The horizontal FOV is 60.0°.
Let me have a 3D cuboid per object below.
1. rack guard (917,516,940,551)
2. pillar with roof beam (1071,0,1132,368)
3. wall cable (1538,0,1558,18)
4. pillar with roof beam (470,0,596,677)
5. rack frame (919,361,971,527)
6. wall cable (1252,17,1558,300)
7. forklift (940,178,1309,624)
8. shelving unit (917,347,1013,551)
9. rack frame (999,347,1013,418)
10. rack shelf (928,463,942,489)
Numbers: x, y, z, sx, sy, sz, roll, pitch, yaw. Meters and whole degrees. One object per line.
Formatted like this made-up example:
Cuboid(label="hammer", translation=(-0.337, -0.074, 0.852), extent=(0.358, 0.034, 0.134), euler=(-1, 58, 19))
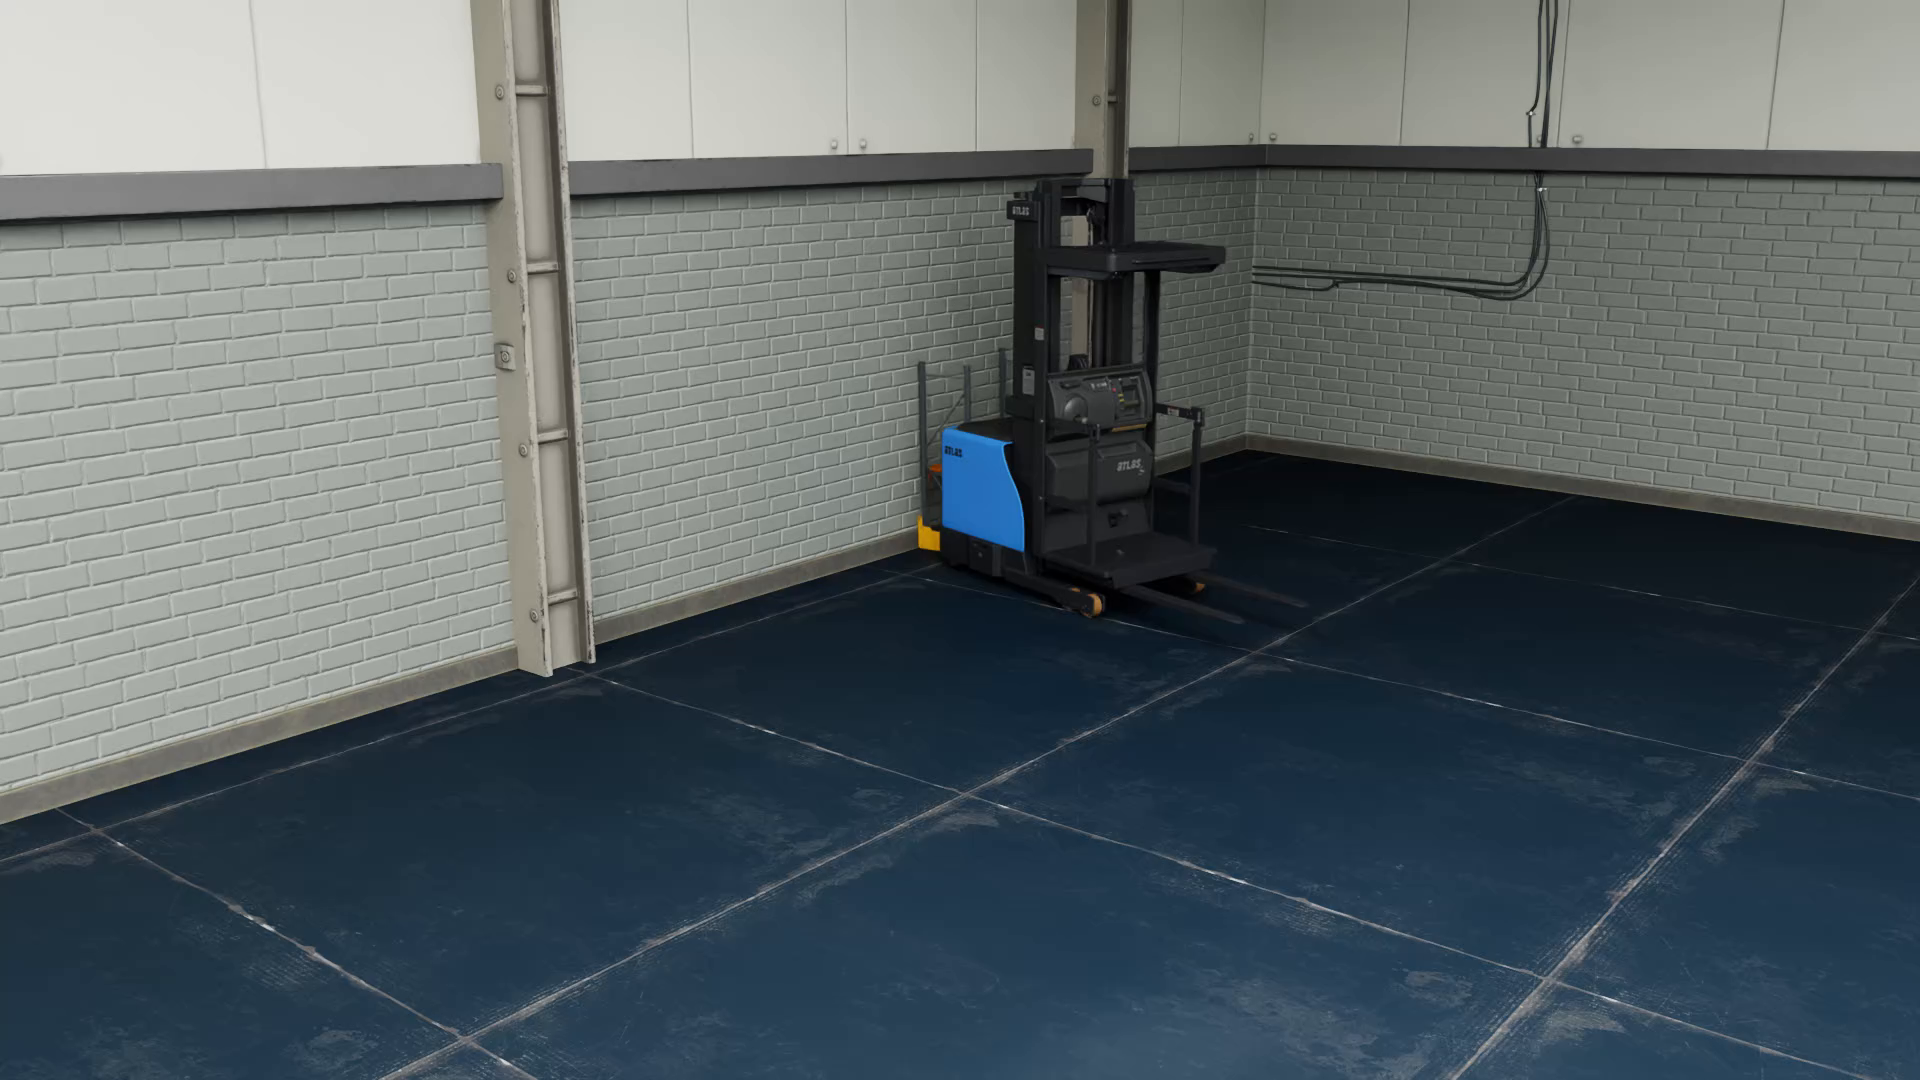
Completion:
Cuboid(label="rack guard", translation=(-0.095, -0.032, 13.194), extent=(0.587, 0.250, 0.087), euler=(10, 17, 39))
Cuboid(label="pillar with roof beam", translation=(4.564, -4.057, 11.318), extent=(9.100, 9.000, 0.400), euler=(11, 18, 38))
Cuboid(label="wall cable", translation=(6.200, -5.607, 13.469), extent=(3.097, 2.526, 0.112), euler=(11, 18, 38))
Cuboid(label="pillar with roof beam", translation=(0.793, -2.908, 6.795), extent=(9.100, 9.000, 0.400), euler=(11, 18, 38))
Cuboid(label="rack frame", translation=(-0.108, -0.640, 13.049), extent=(0.500, 1.500, 0.032), euler=(10, 17, 39))
Cuboid(label="wall cable", translation=(4.096, -3.578, 15.738), extent=(3.097, 2.526, 0.112), euler=(11, 18, 38))
Cuboid(label="forklift", translation=(1.134, -1.020, 11.687), extent=(1.130, 2.935, 3.031), euler=(-11, 18, -36))
Cuboid(label="shelving unit", translation=(0.210, -0.734, 13.422), extent=(0.587, 1.500, 1.083), euler=(10, 17, 39))
Cuboid(label="rack frame", translation=(0.540, -0.833, 13.808), extent=(0.500, 1.500, 0.032), euler=(10, 17, 39))
Cuboid(label="rack shelf", translation=(0.219, -0.561, 13.470), extent=(0.538, 0.185, 1.000), euler=(10, 17, 39))
